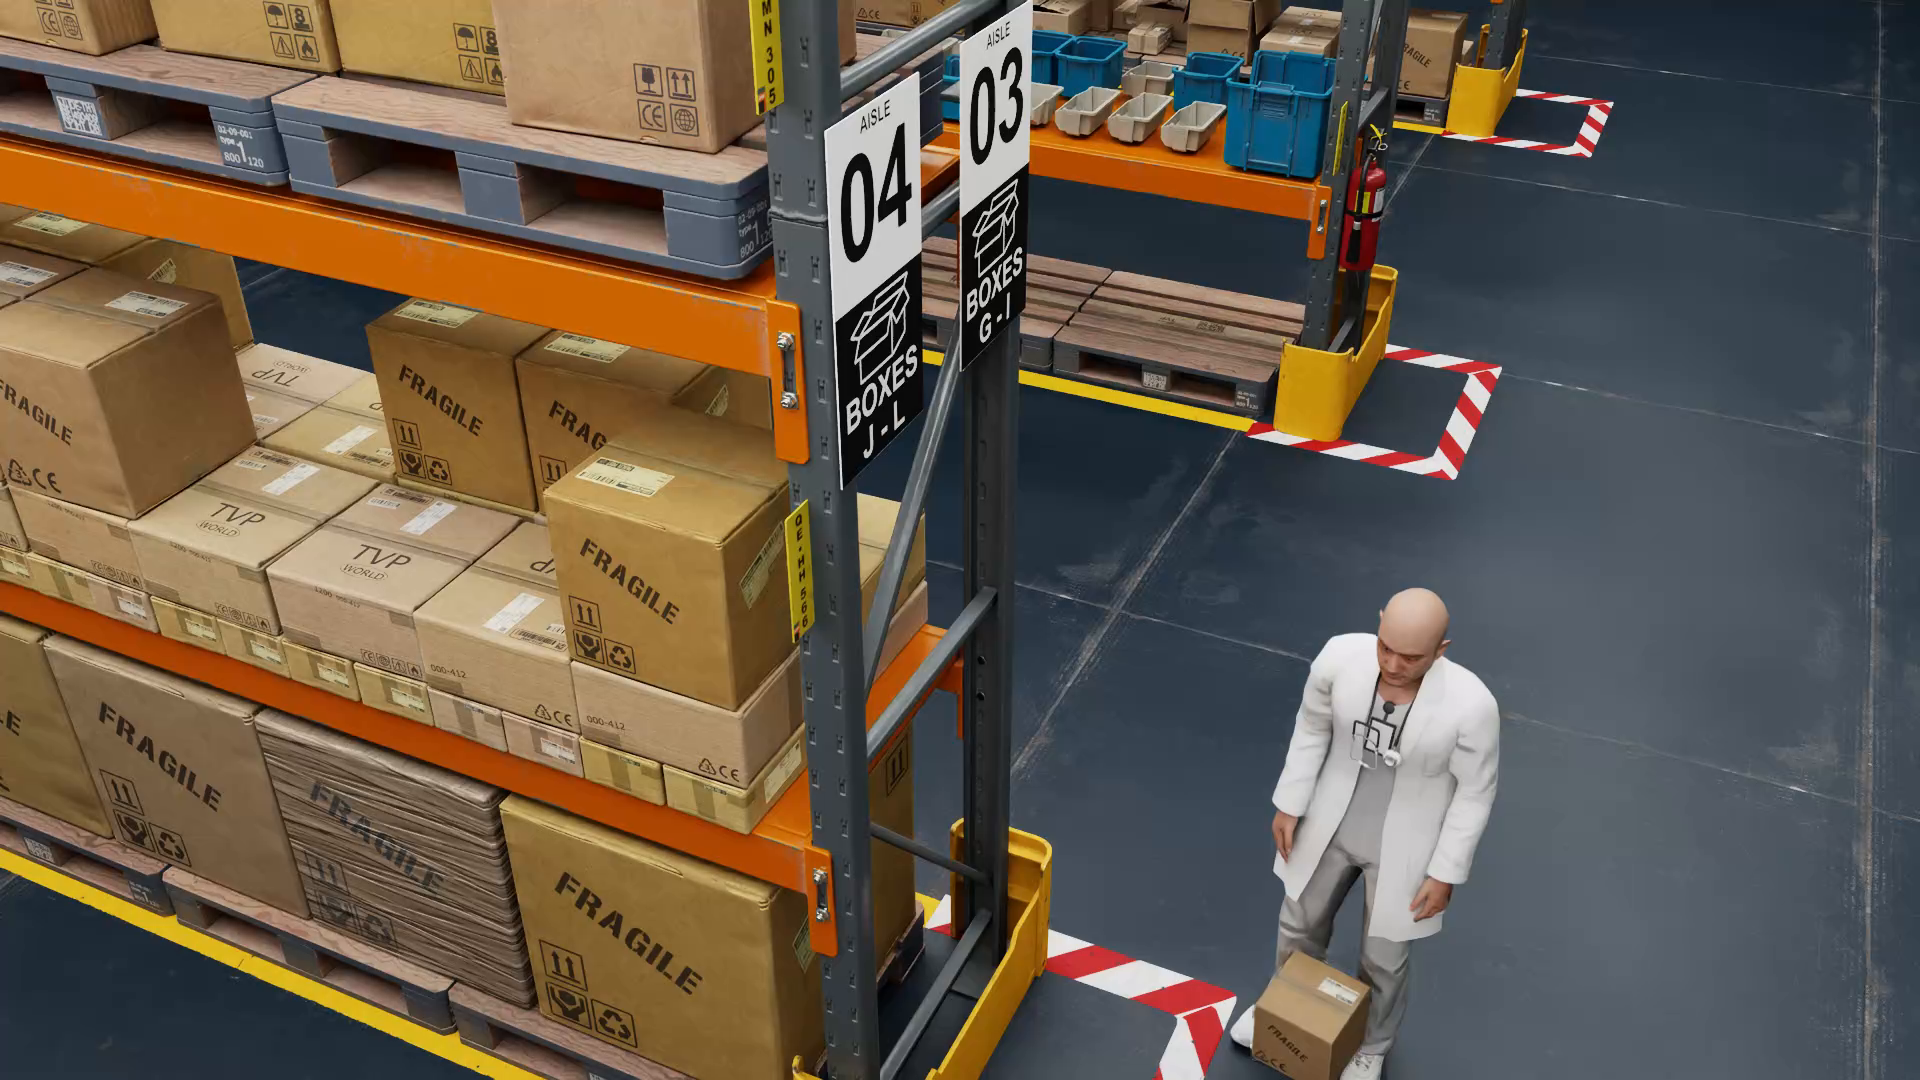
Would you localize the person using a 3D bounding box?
[{"bbox_3d":[1.195,0.867,4.831,0.601,1.776,0.425,22,39,30],"label":"person"}]
